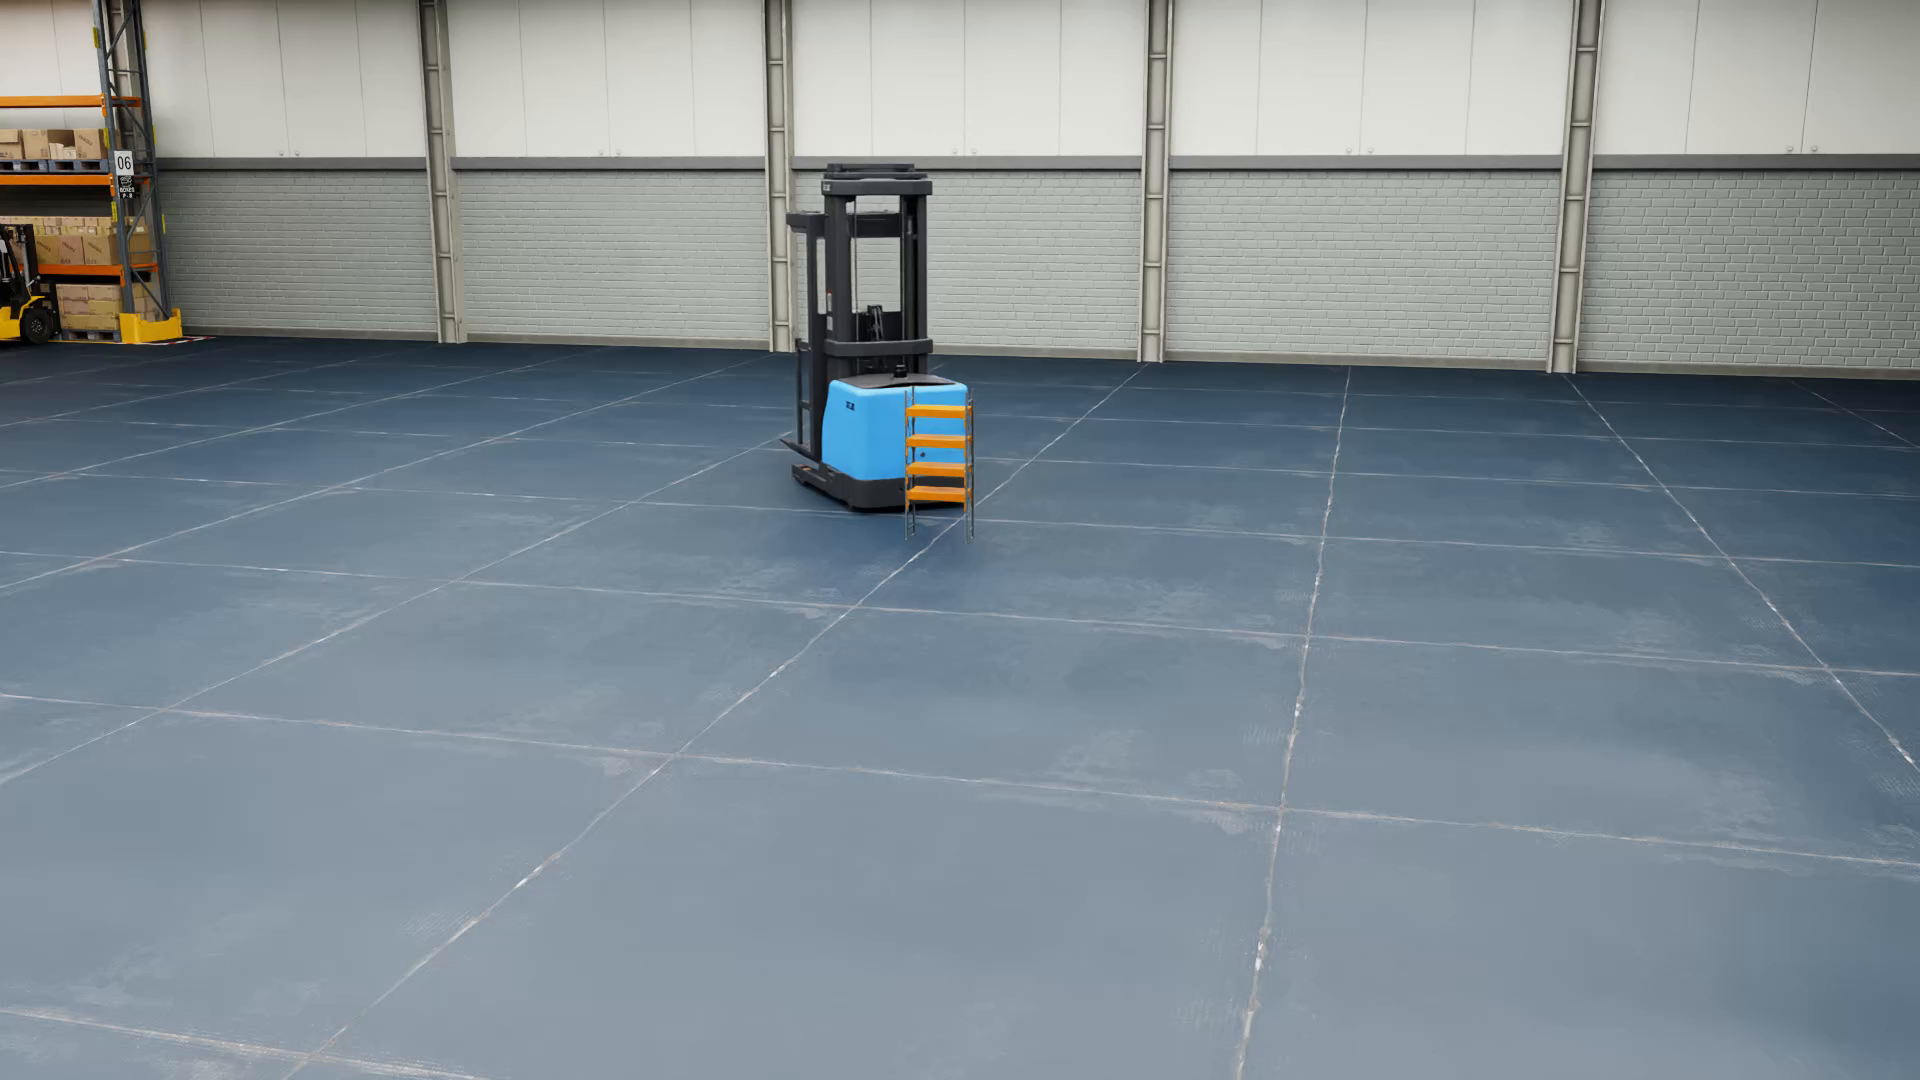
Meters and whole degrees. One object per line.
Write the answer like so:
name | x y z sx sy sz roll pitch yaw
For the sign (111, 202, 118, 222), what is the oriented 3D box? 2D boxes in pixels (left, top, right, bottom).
sign | -14.201 -5.512 27.932 0.005 0.325 0.100 3 13 14

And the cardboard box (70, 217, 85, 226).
cardboard box | -14.963 -5.444 28.429 0.250 0.149 0.380 3 13 15

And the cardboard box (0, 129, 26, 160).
cardboard box | -16.075 -6.797 28.582 0.637 0.503 0.797 3 13 15

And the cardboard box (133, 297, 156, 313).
cardboard box | -14.464 -4.119 29.099 0.500 0.250 0.500 3 13 15

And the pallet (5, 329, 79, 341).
pallet | -15.991 -3.678 29.323 1.213 0.211 1.003 3 13 14

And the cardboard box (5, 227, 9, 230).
cardboard box | -16.459 -5.373 28.798 0.250 0.149 0.380 3 13 12

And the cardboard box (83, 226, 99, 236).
cardboard box | -14.716 -5.276 28.360 0.250 0.149 0.380 3 13 14

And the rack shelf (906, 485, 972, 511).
rack shelf | -0.161 -0.335 13.200 0.480 0.148 0.258 3 13 14

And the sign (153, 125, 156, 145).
sign | -13.919 -6.991 28.691 0.005 0.325 0.100 3 13 14

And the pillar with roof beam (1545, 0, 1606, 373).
pillar with roof beam | 7.752 -5.948 19.267 0.400 9.000 9.100 3 13 14

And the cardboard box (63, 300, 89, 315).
cardboard box | -15.089 -4.039 28.737 0.500 0.250 0.500 3 13 13

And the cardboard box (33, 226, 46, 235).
cardboard box | -15.712 -5.330 28.606 0.250 0.149 0.380 3 13 14

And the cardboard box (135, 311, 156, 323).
cardboard box | -14.487 -3.874 29.147 0.500 0.250 0.500 3 13 14

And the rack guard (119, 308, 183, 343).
rack guard | -14.034 -3.723 28.859 0.348 0.500 1.175 3 13 14

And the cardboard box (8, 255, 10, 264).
cardboard box | -16.571 -5.073 28.944 0.500 0.500 0.500 3 13 13

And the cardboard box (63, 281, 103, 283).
cardboard box | -15.448 -4.413 29.271 0.500 0.250 0.500 3 13 13

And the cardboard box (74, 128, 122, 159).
cardboard box | -14.546 -6.683 28.075 0.500 0.500 0.500 3 13 15

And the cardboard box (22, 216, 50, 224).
cardboard box | -15.946 -5.508 28.718 0.250 0.149 0.380 3 13 14

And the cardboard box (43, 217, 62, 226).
cardboard box | -15.466 -5.462 28.513 0.250 0.149 0.380 3 13 15

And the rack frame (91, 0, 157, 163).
rack frame | -14.057 -7.873 27.944 0.127 3.000 1.000 3 13 14

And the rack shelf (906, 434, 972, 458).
rack shelf | -0.161 -0.747 13.109 0.480 0.148 0.258 3 13 14

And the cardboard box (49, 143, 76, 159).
cardboard box | -15.181 -6.589 28.193 0.258 0.266 0.396 3 13 14

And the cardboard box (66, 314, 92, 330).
cardboard box | -15.070 -3.793 28.782 0.500 0.250 0.500 3 13 14

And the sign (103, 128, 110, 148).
sign | -14.201 -6.689 27.671 0.005 0.325 0.100 3 13 14

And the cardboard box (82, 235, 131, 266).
cardboard box | -14.598 -4.964 28.450 0.500 0.500 0.500 3 13 12

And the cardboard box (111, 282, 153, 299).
cardboard box | -14.479 -4.360 29.030 0.500 0.250 0.500 3 13 13

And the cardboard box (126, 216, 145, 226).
cardboard box | -14.332 -5.517 28.762 0.250 0.149 0.380 3 13 12

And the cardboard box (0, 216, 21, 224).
cardboard box | -16.433 -5.534 28.835 0.250 0.149 0.380 3 13 13

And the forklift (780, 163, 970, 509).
forklift | -0.943 -1.971 15.349 1.130 2.935 3.031 -5 13 -22

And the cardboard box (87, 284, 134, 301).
cardboard box | -14.579 -4.254 28.550 0.500 0.250 0.500 4 13 15

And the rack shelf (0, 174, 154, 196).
rack shelf | -15.999 -6.161 28.815 4.000 0.370 1.077 3 13 14

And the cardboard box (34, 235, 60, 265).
cardboard box | -15.597 -5.019 28.699 0.500 0.500 0.500 3 13 12

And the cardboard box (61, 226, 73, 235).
cardboard box | -15.192 -5.318 28.548 0.250 0.149 0.380 3 13 13

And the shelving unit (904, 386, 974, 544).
shelving unit | -0.161 -0.594 13.143 0.503 1.200 0.258 3 13 14

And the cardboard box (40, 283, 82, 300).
cardboard box | -15.569 -4.303 28.773 0.500 0.250 0.500 3 13 14

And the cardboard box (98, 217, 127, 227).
cardboard box | -14.456 -5.429 28.365 0.250 0.149 0.380 3 13 14

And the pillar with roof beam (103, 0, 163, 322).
pillar with roof beam | -15.549 -7.194 24.881 0.400 9.000 9.100 3 13 14

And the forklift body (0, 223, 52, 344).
forklift body | -16.336 -4.245 27.401 1.214 2.155 2.313 3 13 14

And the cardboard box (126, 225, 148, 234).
cardboard box | -14.325 -5.382 28.838 0.250 0.149 0.380 3 13 12

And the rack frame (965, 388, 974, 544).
rack frame | 0.076 -0.582 13.085 0.015 1.200 0.240 3 13 14

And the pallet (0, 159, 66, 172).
pallet | -15.926 -6.471 28.752 1.213 0.211 1.003 3 13 14

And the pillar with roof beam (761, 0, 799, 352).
pillar with roof beam | -3.898 -6.571 22.074 0.400 9.000 9.100 3 13 14
